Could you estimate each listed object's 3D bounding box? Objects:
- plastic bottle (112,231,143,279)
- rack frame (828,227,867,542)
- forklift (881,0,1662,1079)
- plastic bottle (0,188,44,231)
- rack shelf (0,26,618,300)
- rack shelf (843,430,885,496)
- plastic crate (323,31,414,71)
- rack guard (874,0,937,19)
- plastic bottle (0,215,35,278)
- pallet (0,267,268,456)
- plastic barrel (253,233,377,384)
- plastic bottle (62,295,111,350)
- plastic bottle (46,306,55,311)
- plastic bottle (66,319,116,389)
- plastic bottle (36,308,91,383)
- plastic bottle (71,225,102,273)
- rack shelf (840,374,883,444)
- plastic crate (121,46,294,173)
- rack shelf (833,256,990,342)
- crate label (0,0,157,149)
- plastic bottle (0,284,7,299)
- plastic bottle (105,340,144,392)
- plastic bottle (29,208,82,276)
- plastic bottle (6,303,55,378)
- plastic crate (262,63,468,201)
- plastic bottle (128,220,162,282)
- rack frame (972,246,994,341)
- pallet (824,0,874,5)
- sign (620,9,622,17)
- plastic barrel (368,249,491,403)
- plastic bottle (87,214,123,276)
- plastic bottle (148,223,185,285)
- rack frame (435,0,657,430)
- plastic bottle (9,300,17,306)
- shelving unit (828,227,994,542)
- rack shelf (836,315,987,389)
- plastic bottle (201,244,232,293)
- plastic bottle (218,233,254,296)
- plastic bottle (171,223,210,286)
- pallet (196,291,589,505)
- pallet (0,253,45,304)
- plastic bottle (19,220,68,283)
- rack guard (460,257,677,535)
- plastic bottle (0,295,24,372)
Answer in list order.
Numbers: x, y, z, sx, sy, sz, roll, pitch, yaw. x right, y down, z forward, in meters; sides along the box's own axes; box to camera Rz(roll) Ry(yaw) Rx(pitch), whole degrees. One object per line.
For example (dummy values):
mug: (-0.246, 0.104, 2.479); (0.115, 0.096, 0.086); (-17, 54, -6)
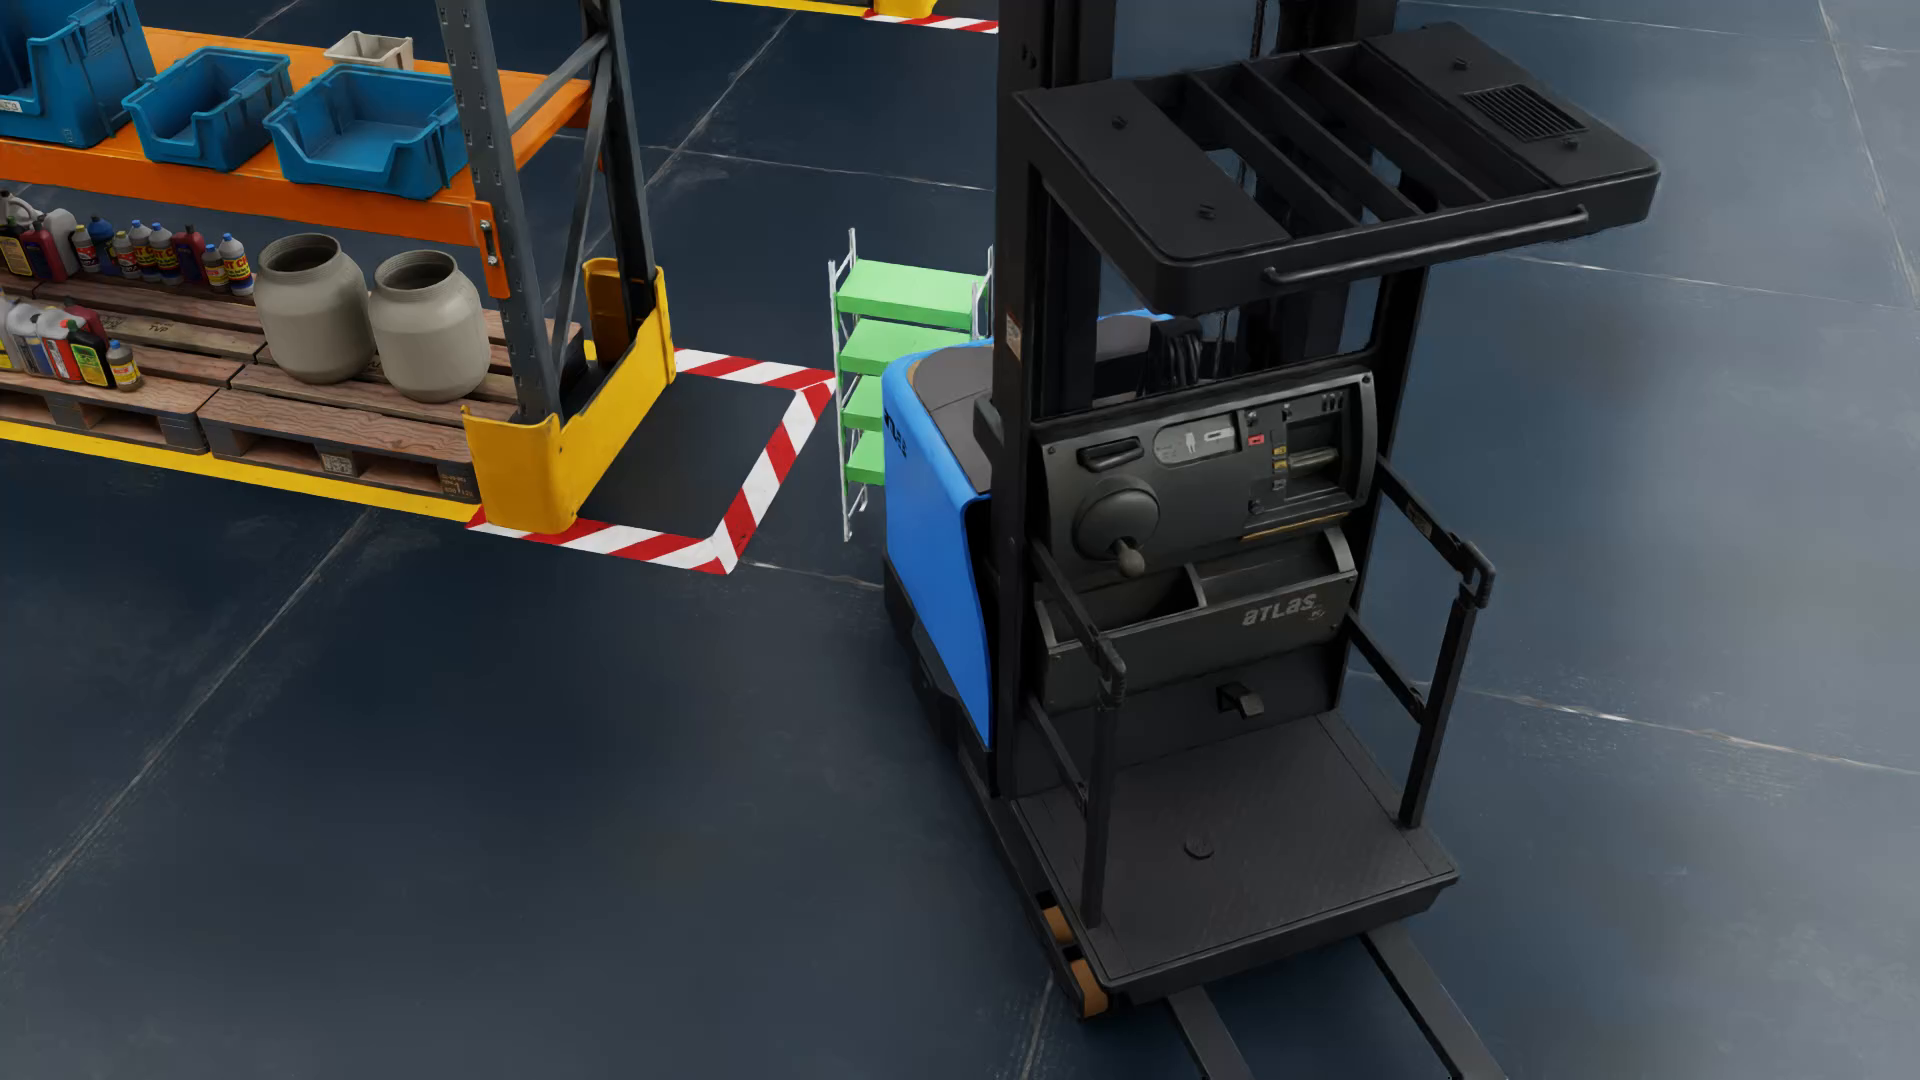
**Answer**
plastic bottle: (-3.620, -1.248, 7.237); (0.097, 0.201, 0.097); (0, 40, 0)
rack frame: (-0.396, -0.528, 5.945); (0.015, 1.200, 0.240); (10, 41, 11)
forklift: (0.720, -0.093, 4.082); (1.130, 2.935, 3.031); (-13, 42, -15)
plastic bottle: (-4.096, -1.371, 7.268); (0.185, 0.351, 0.144); (10, 41, 11)
rack shelf: (-3.358, -1.623, 6.409); (4.000, 0.370, 1.077); (10, 41, 11)
rack shelf: (-0.160, -0.254, 6.092); (0.480, 0.148, 0.258); (10, 41, 11)
plastic crate: (-2.207, -1.814, 6.282); (0.250, 0.136, 0.298); (10, 41, 11)
rack guard: (-0.219, -3.698, 10.265); (0.348, 0.500, 1.175); (10, 41, 11)
plastic bottle: (-4.097, -1.278, 7.209); (0.133, 0.283, 0.061); (10, 41, 11)
pallet: (-3.470, -0.824, 7.067); (1.213, 0.211, 1.003); (10, 41, 11)
plastic barrel: (-2.565, -0.919, 6.620); (0.421, 0.512, 0.421); (0, 40, 0)
plastic bottle: (-3.523, -0.852, 6.702); (0.133, 0.283, 0.061); (10, 41, 11)
plastic bottle: (-3.669, -0.858, 6.773); (0.097, 0.201, 0.097); (0, 40, 0)
plastic bottle: (-3.431, -0.735, 6.563); (0.133, 0.283, 0.061); (11, 41, 12)
plastic bottle: (-3.550, -0.783, 6.626); (0.135, 0.276, 0.152); (10, 41, 12)
plastic bottle: (-3.819, -1.282, 7.278); (0.097, 0.201, 0.097); (0, 40, 0)
rack shelf: (-0.160, -0.438, 5.938); (0.480, 0.148, 0.258); (10, 41, 11)
plastic crate: (-2.612, -1.518, 5.840); (0.408, 0.251, 0.499); (10, 41, 11)
rack shelf: (-0.160, -0.806, 5.629); (0.480, 0.148, 0.258); (10, 41, 11)
crate label: (-3.274, -1.717, 5.935); (0.616, 0.435, 0.502); (10, 41, 11)
plastic bottle: (-4.010, -0.958, 6.835); (0.135, 0.276, 0.152); (10, 41, 11)
plastic bottle: (-3.313, -0.696, 6.580); (0.097, 0.201, 0.097); (0, 40, 0)
plastic bottle: (-3.940, -1.313, 7.257); (0.135, 0.276, 0.152); (10, 41, 12)
plastic bottle: (-3.684, -0.806, 6.653); (0.135, 0.276, 0.152); (9, 41, 10)
plastic crate: (-1.987, -1.406, 5.708); (0.616, 0.251, 0.499); (10, 41, 11)
plastic bottle: (-3.524, -1.258, 7.195); (0.097, 0.271, 0.097); (0, 40, 0)
rack frame: (0.076, -0.446, 5.849); (0.015, 1.200, 0.240); (10, 41, 11)
pallet: (-0.994, -3.745, 10.545); (1.213, 0.211, 1.003); (10, 41, 11)
sign: (-1.279, -2.013, 6.099); (0.005, 0.325, 0.100); (10, 41, 11)
plastic barrel: (-2.081, -0.836, 6.521); (0.421, 0.512, 0.421); (0, 40, 0)
plastic bottle: (-3.720, -1.292, 7.235); (0.097, 0.271, 0.097); (0, 40, 0)
plastic bottle: (-3.428, -1.242, 7.175); (0.097, 0.271, 0.097); (0, 40, 0)
rack frame: (-1.426, -1.566, 5.782); (0.127, 3.000, 1.000); (10, 41, 11)
plastic bottle: (-3.856, -0.885, 6.805); (0.097, 0.201, 0.097); (0, 40, 0)
shelving unit: (-0.160, -0.487, 5.897); (0.503, 1.200, 0.258); (10, 41, 11)
rack shelf: (-0.160, -0.622, 5.784); (0.480, 0.148, 0.258); (10, 41, 11)
plastic bottle: (-3.197, -1.175, 7.150); (0.097, 0.201, 0.097); (0, 40, 0)
plastic bottle: (-3.097, -1.185, 7.107); (0.097, 0.271, 0.097); (0, 40, 0)
plastic bottle: (-3.311, -1.238, 7.162); (0.133, 0.283, 0.061); (10, 41, 12)
pallet: (-2.295, -0.620, 6.824); (1.213, 0.211, 1.003); (10, 41, 11)
pallet: (-4.652, -1.025, 7.307); (1.213, 0.211, 1.003); (10, 41, 11)
plastic bottle: (-3.967, -1.250, 7.176); (0.133, 0.283, 0.061); (10, 41, 11)
rack guard: (-1.511, -0.592, 6.566); (0.348, 0.500, 1.175); (10, 41, 11)
plastic bottle: (-3.845, -0.860, 6.659); (0.185, 0.351, 0.144); (11, 41, 13)
